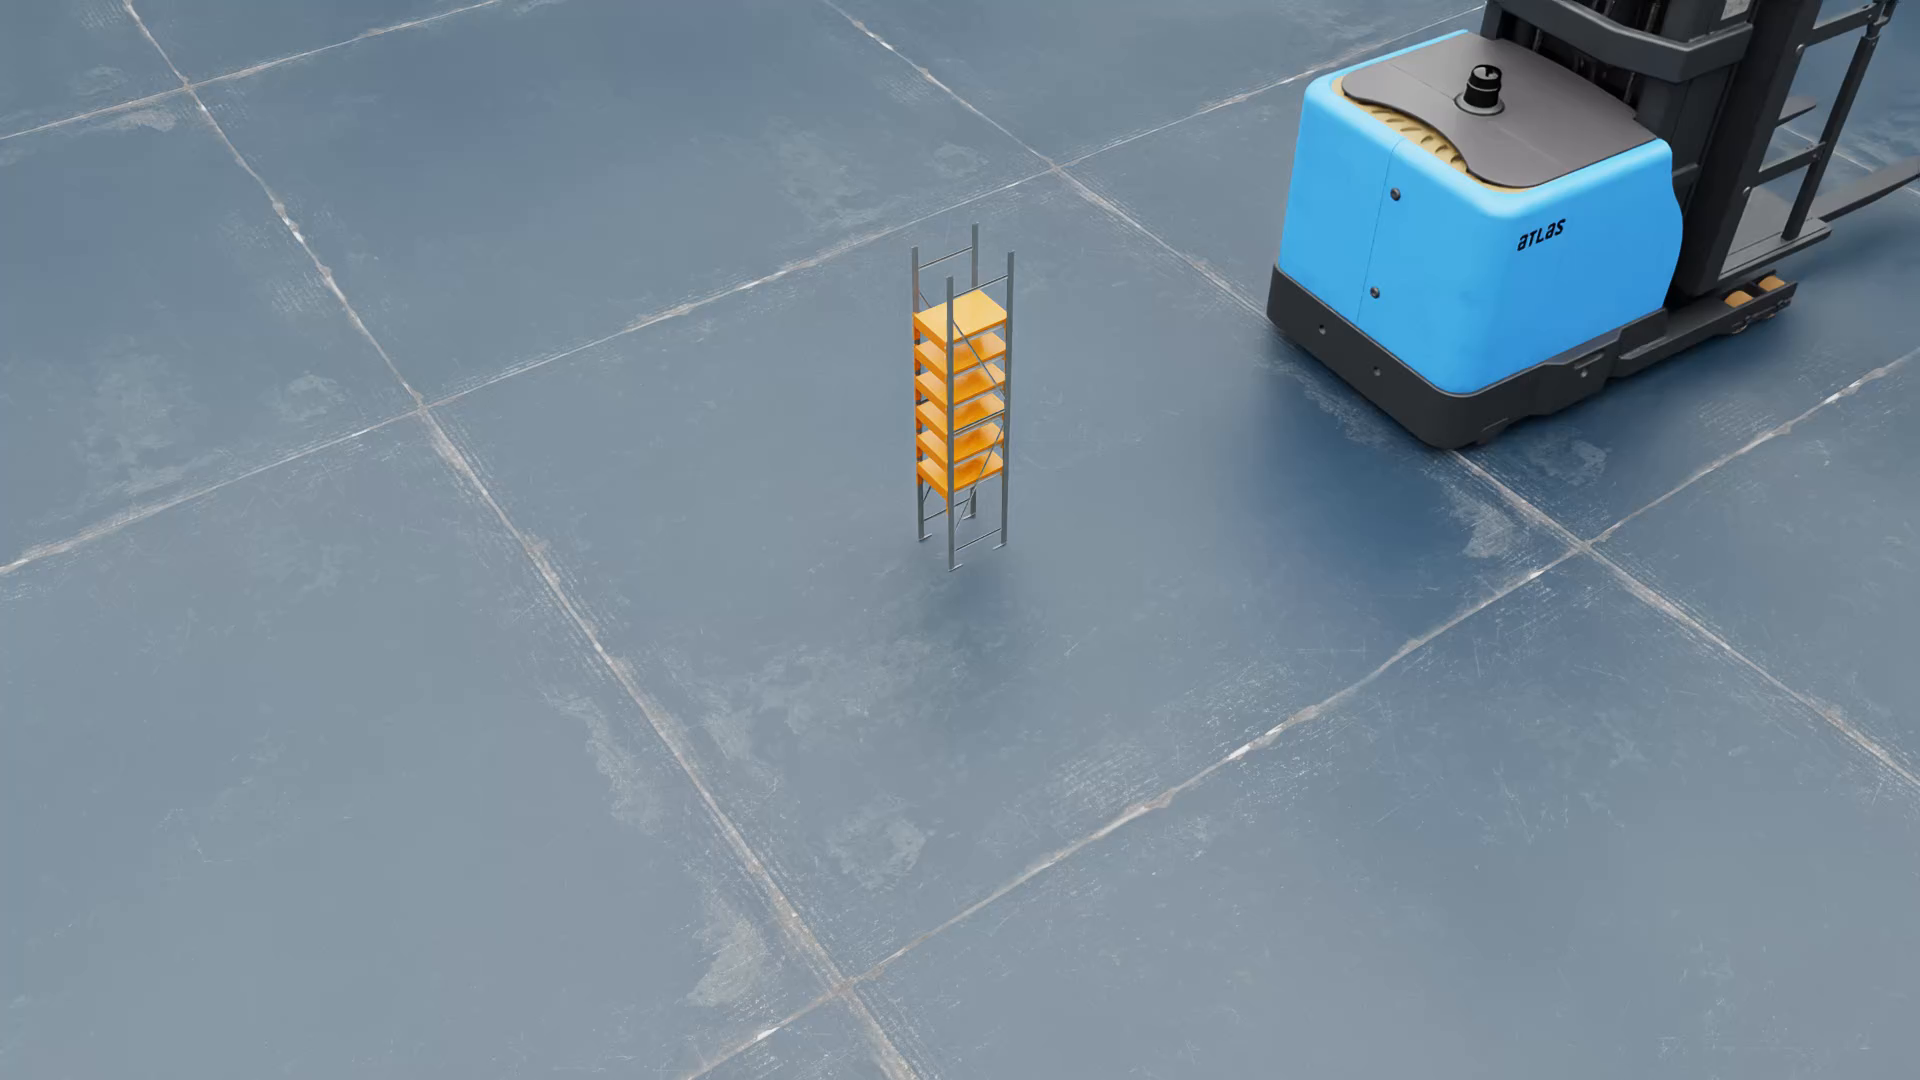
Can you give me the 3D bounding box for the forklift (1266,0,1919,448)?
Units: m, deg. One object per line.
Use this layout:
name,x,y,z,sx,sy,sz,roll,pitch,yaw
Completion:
forklift,2.736,-2.168,5.898,3.031,2.935,1.130,-23,48,-22

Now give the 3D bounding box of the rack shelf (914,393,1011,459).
rack shelf,0.008,-0.394,5.358,0.258,0.103,0.180,-26,49,-24

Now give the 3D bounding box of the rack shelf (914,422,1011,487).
rack shelf,0.008,-0.307,5.441,0.258,0.103,0.180,-26,49,-24

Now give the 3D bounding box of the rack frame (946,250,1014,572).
rack frame,0.061,-0.374,5.273,0.240,1.200,0.006,-26,49,-24

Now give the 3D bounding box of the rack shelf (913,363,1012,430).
rack shelf,0.008,-0.480,5.275,0.258,0.103,0.180,-26,49,-24

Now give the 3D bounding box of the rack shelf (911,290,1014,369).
rack shelf,0.008,-0.654,5.109,0.258,0.103,0.180,-26,49,-24

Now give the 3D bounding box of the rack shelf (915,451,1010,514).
rack shelf,0.008,-0.220,5.524,0.258,0.103,0.180,-26,49,-24

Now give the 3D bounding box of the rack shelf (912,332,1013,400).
rack shelf,0.008,-0.567,5.192,0.258,0.103,0.180,-26,49,-24

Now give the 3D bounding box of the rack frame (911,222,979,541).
rack frame,-0.044,-0.478,5.381,0.240,1.200,0.006,-26,49,-24

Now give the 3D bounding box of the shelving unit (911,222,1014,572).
shelving unit,0.008,-0.426,5.327,0.258,1.200,0.189,-26,49,-24
